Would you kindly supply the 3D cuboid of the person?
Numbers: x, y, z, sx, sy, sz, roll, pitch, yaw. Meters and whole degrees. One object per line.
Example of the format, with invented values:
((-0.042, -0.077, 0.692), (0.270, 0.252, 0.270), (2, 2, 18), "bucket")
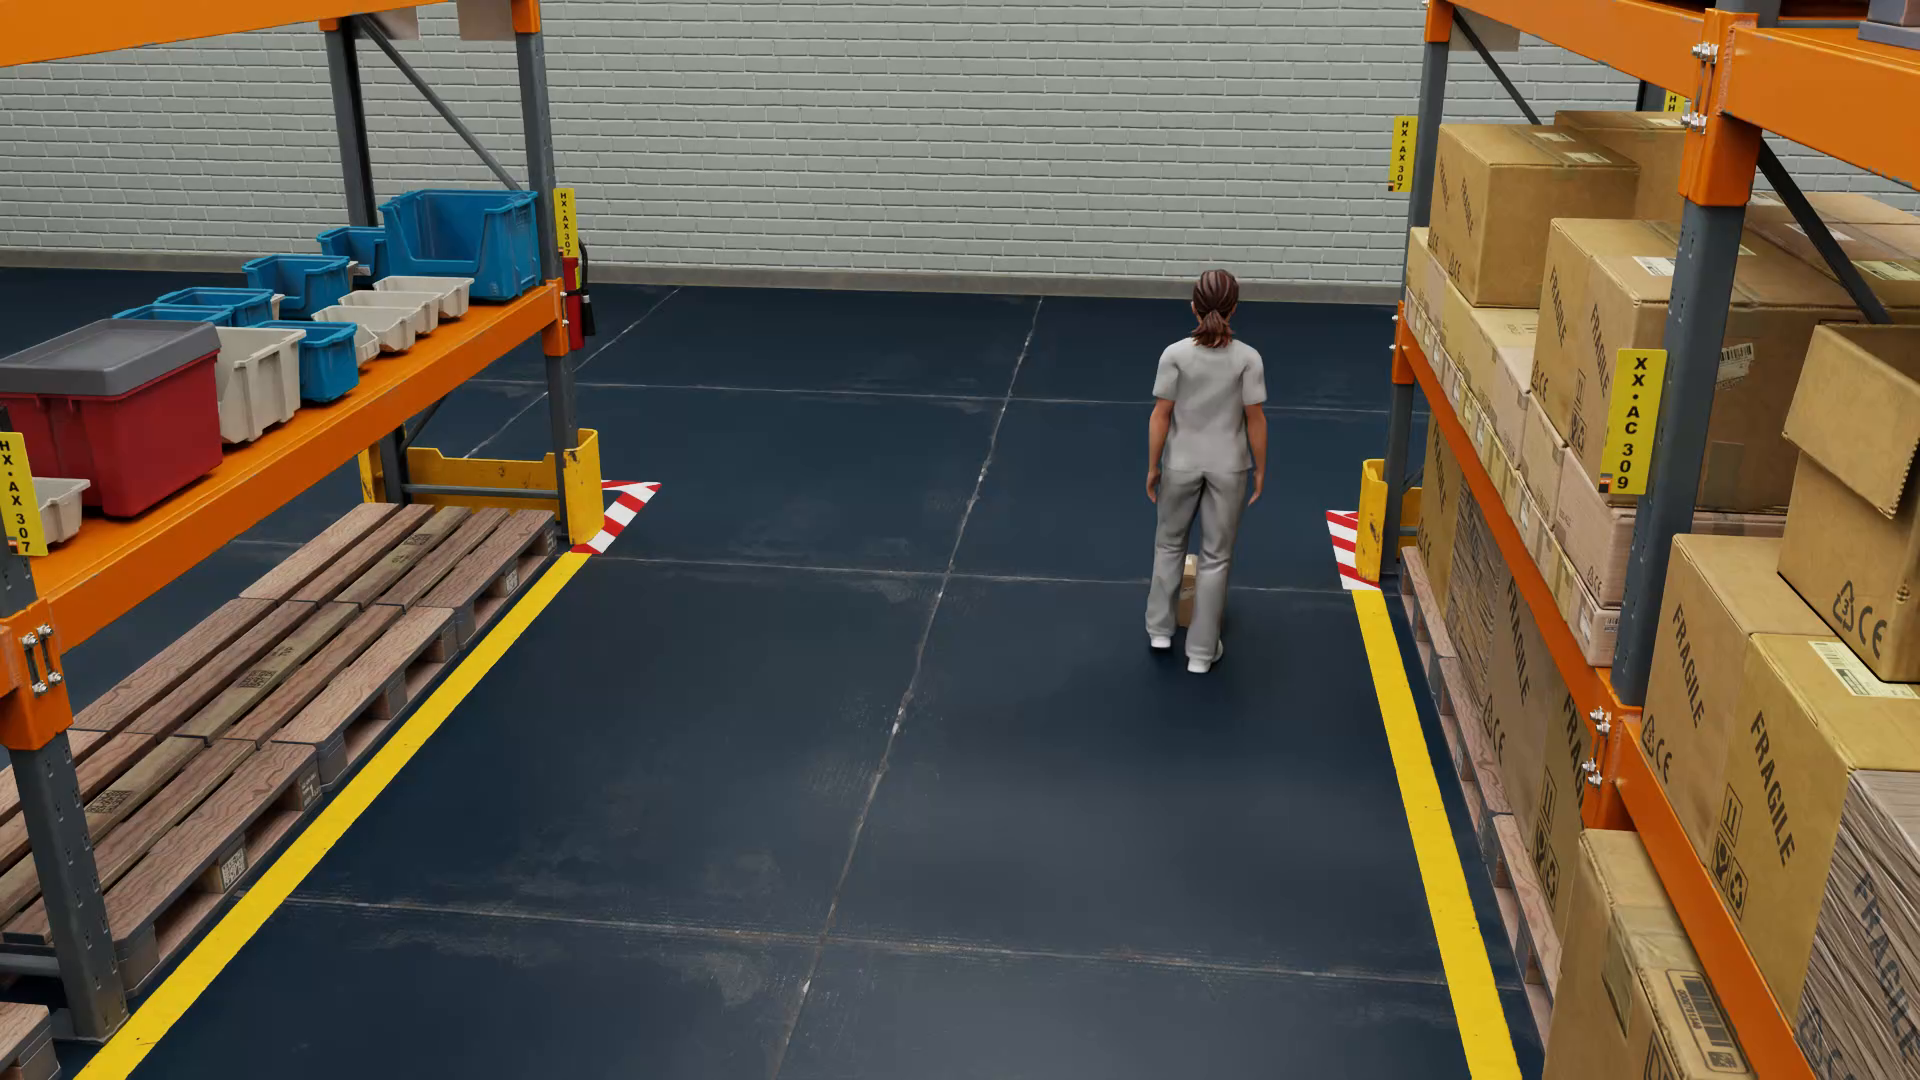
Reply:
((1.018, -0.298, 6.845), (0.474, 1.683, 0.528), (5, 22, 12), "person")
